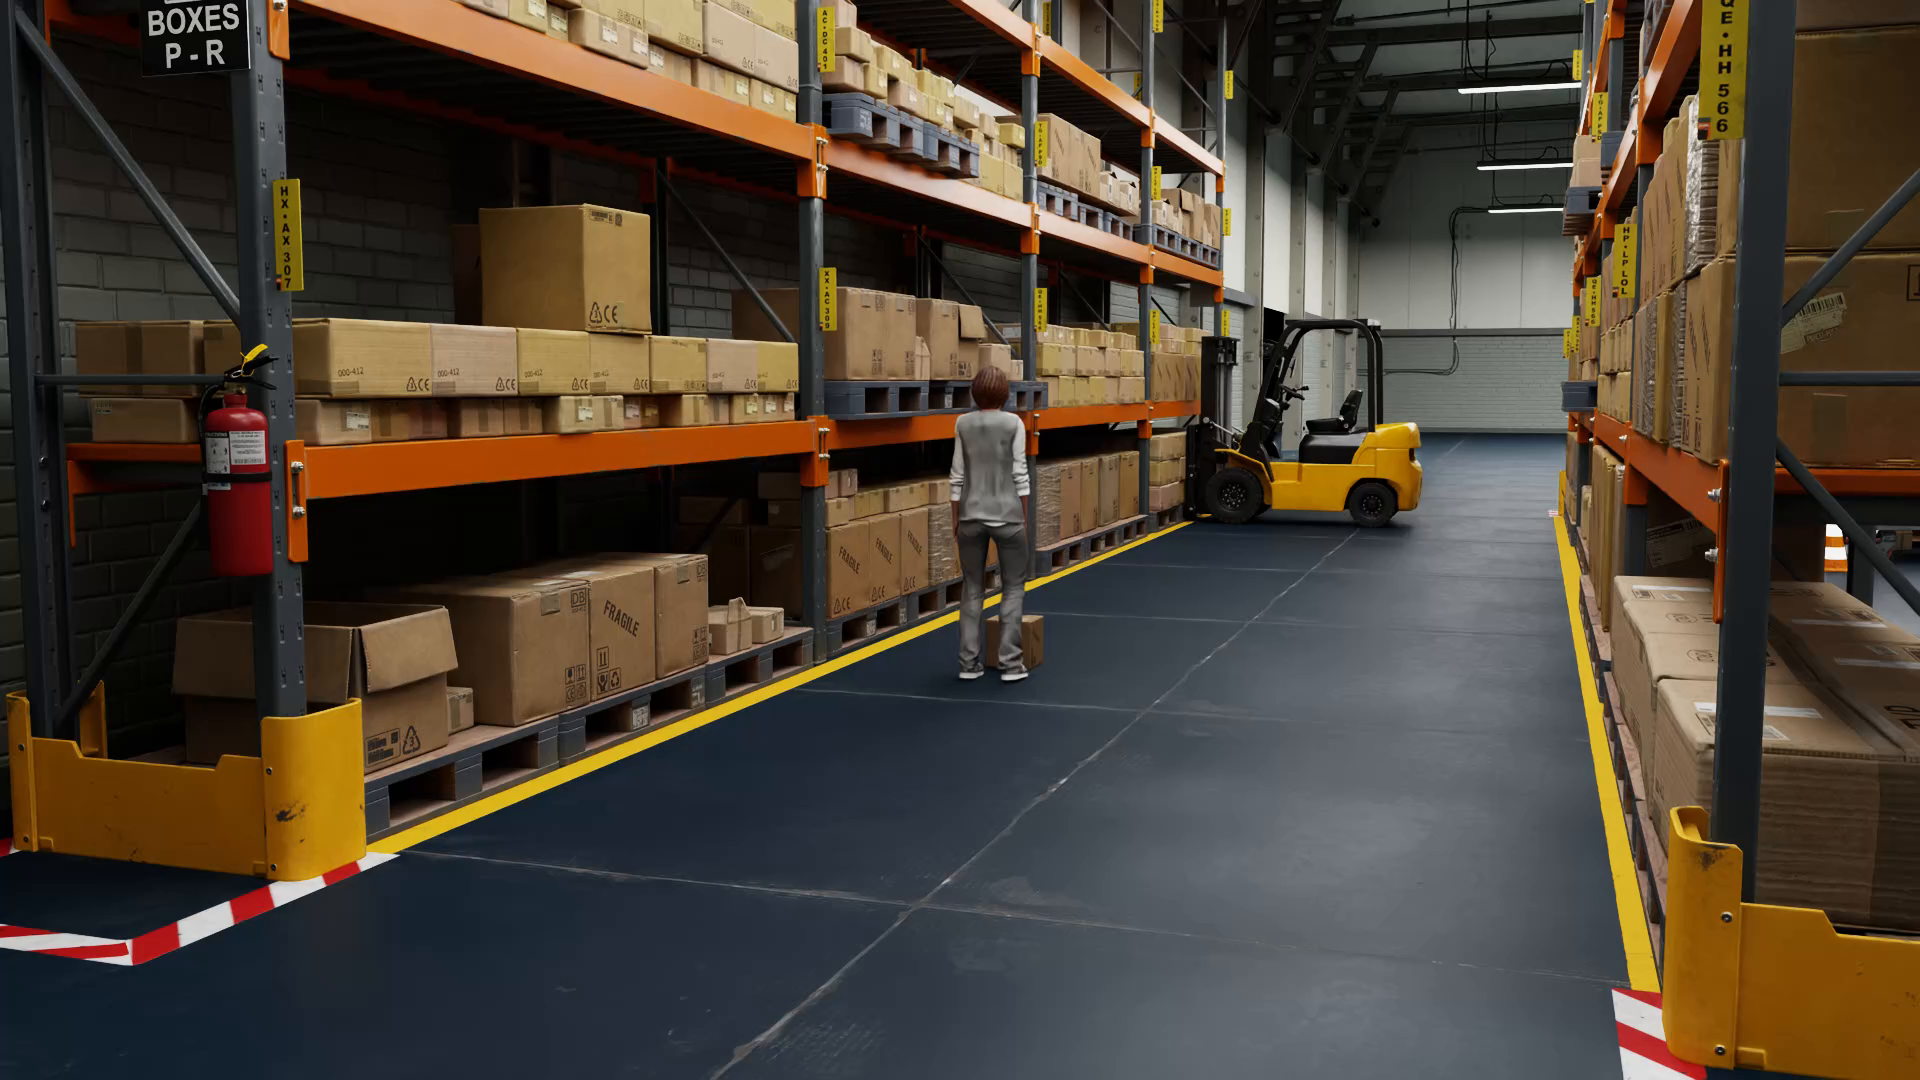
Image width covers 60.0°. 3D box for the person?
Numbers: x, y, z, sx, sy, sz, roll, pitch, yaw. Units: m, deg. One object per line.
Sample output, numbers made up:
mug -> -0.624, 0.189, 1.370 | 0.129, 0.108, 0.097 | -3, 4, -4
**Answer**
person -> 0.149, -0.082, 8.375 | 0.420, 1.589, 0.312 | 2, 6, 17
